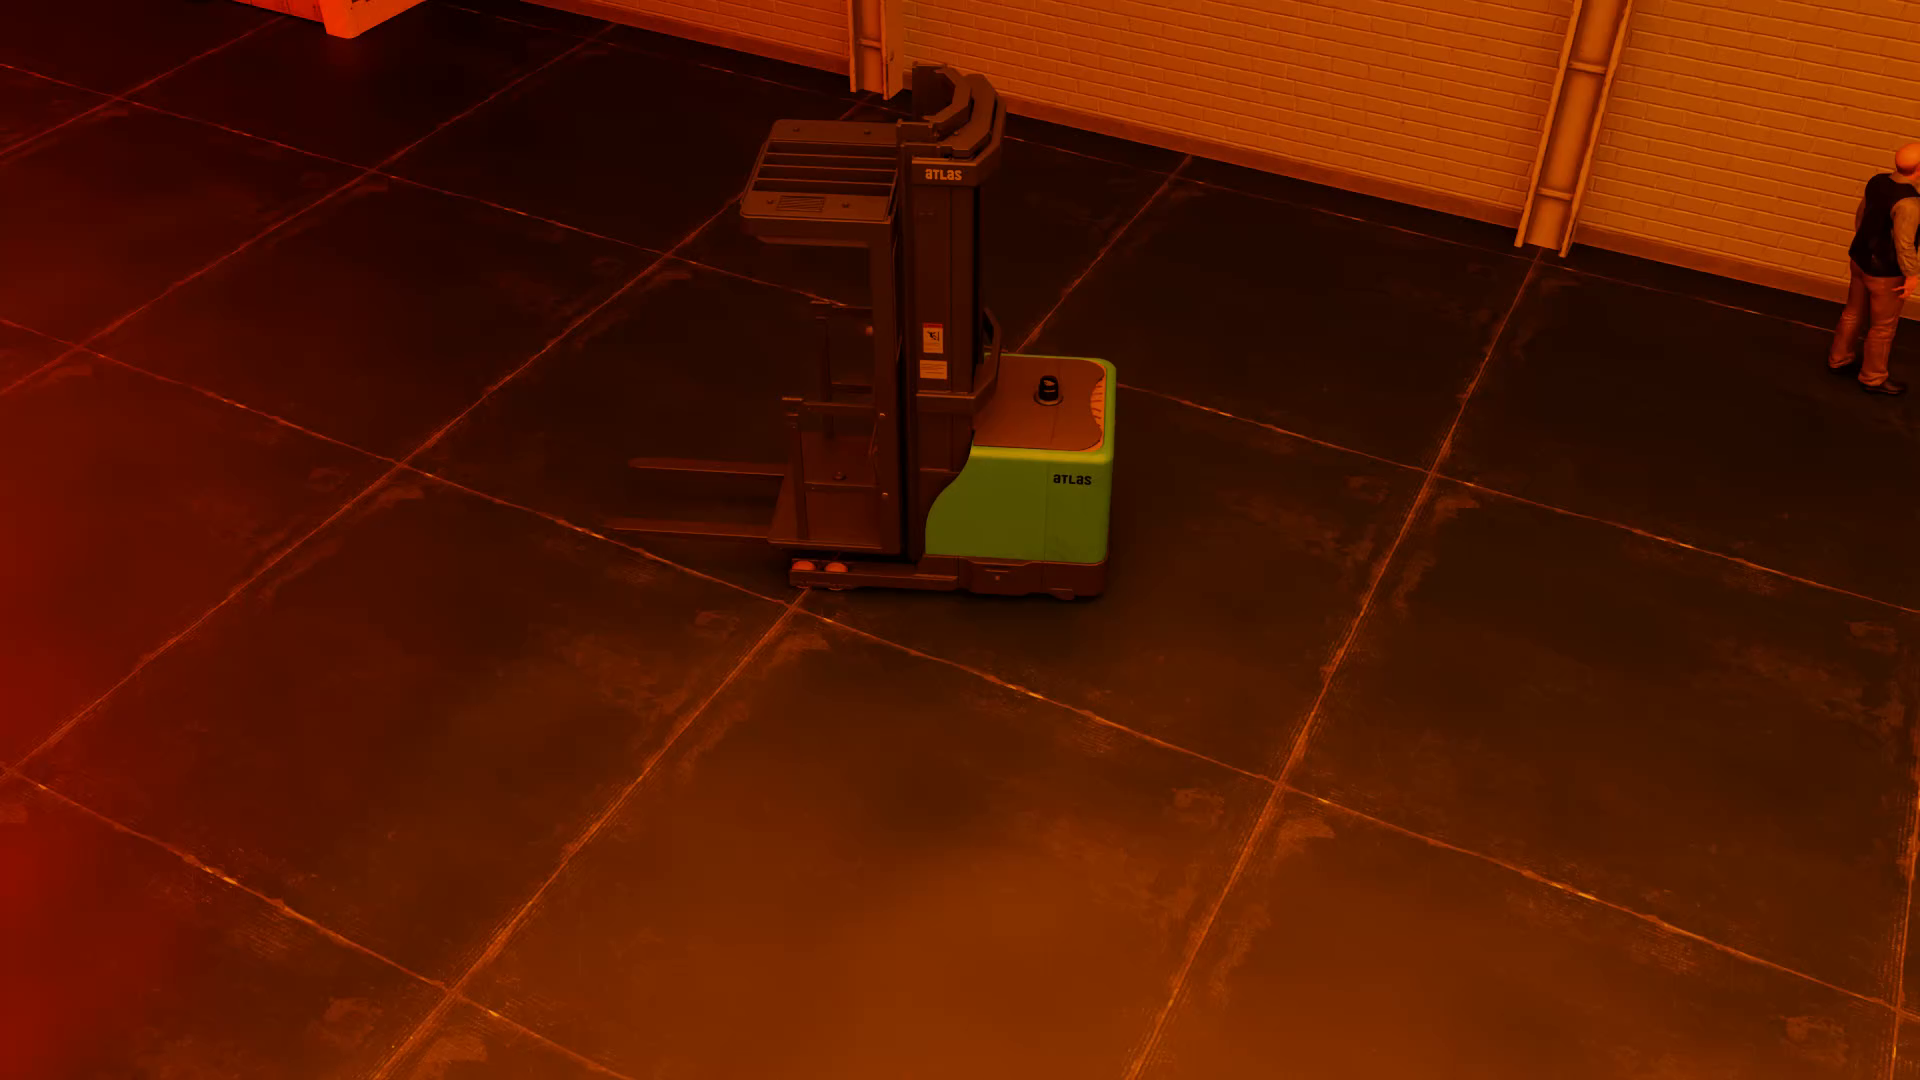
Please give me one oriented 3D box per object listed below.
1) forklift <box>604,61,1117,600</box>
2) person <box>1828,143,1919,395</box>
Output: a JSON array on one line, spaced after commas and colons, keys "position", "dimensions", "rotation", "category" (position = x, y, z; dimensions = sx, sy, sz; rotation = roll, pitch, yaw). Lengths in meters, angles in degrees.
[{"position": [-0.606, -1.157, 9.360], "dimensions": [3.031, 2.935, 1.130], "rotation": [3, 40, 4], "category": "forklift"}, {"position": [6.211, -1.836, 11.095], "dimensions": [0.568, 1.720, 0.631], "rotation": [-4, 40, -4], "category": "person"}]
